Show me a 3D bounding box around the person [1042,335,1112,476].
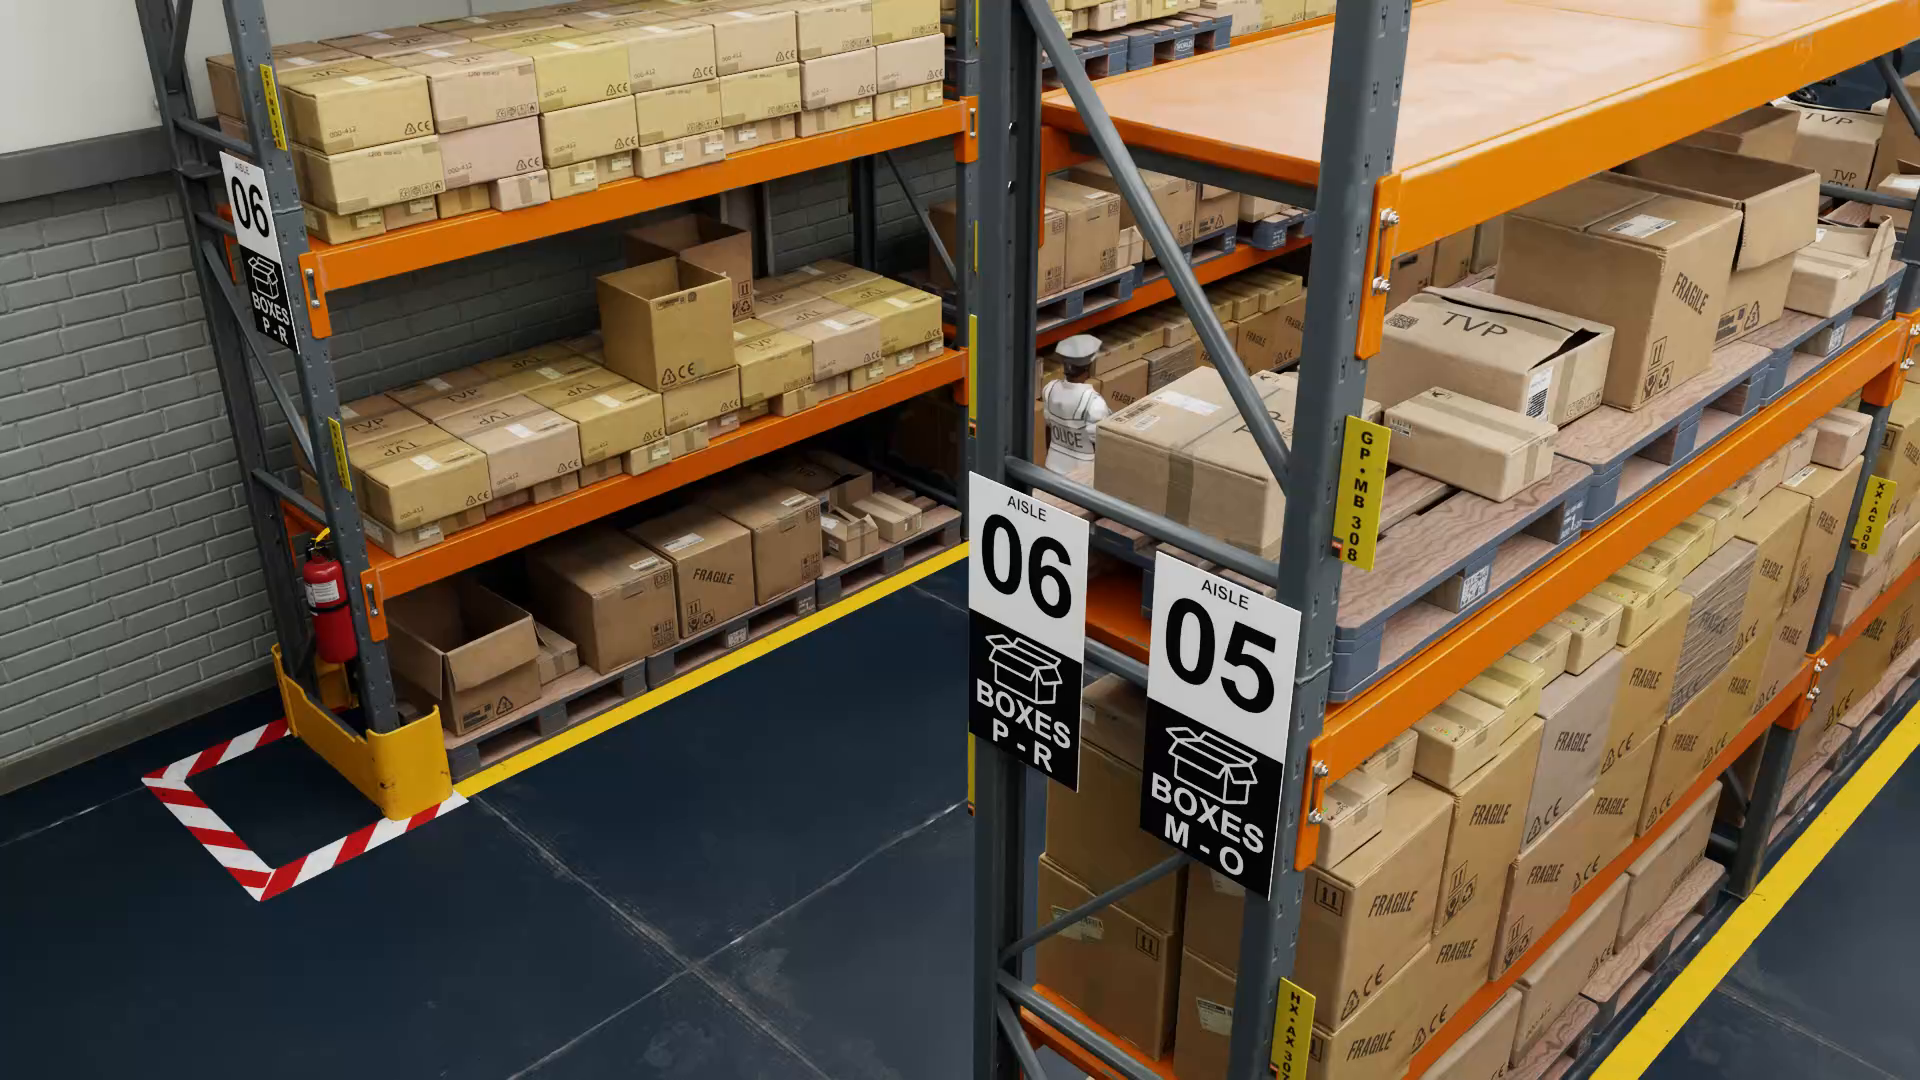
[{"bbox_3d":[0.671,-0.366,9.617,0.438,1.675,0.341,24,36,37],"label":"person"}]
